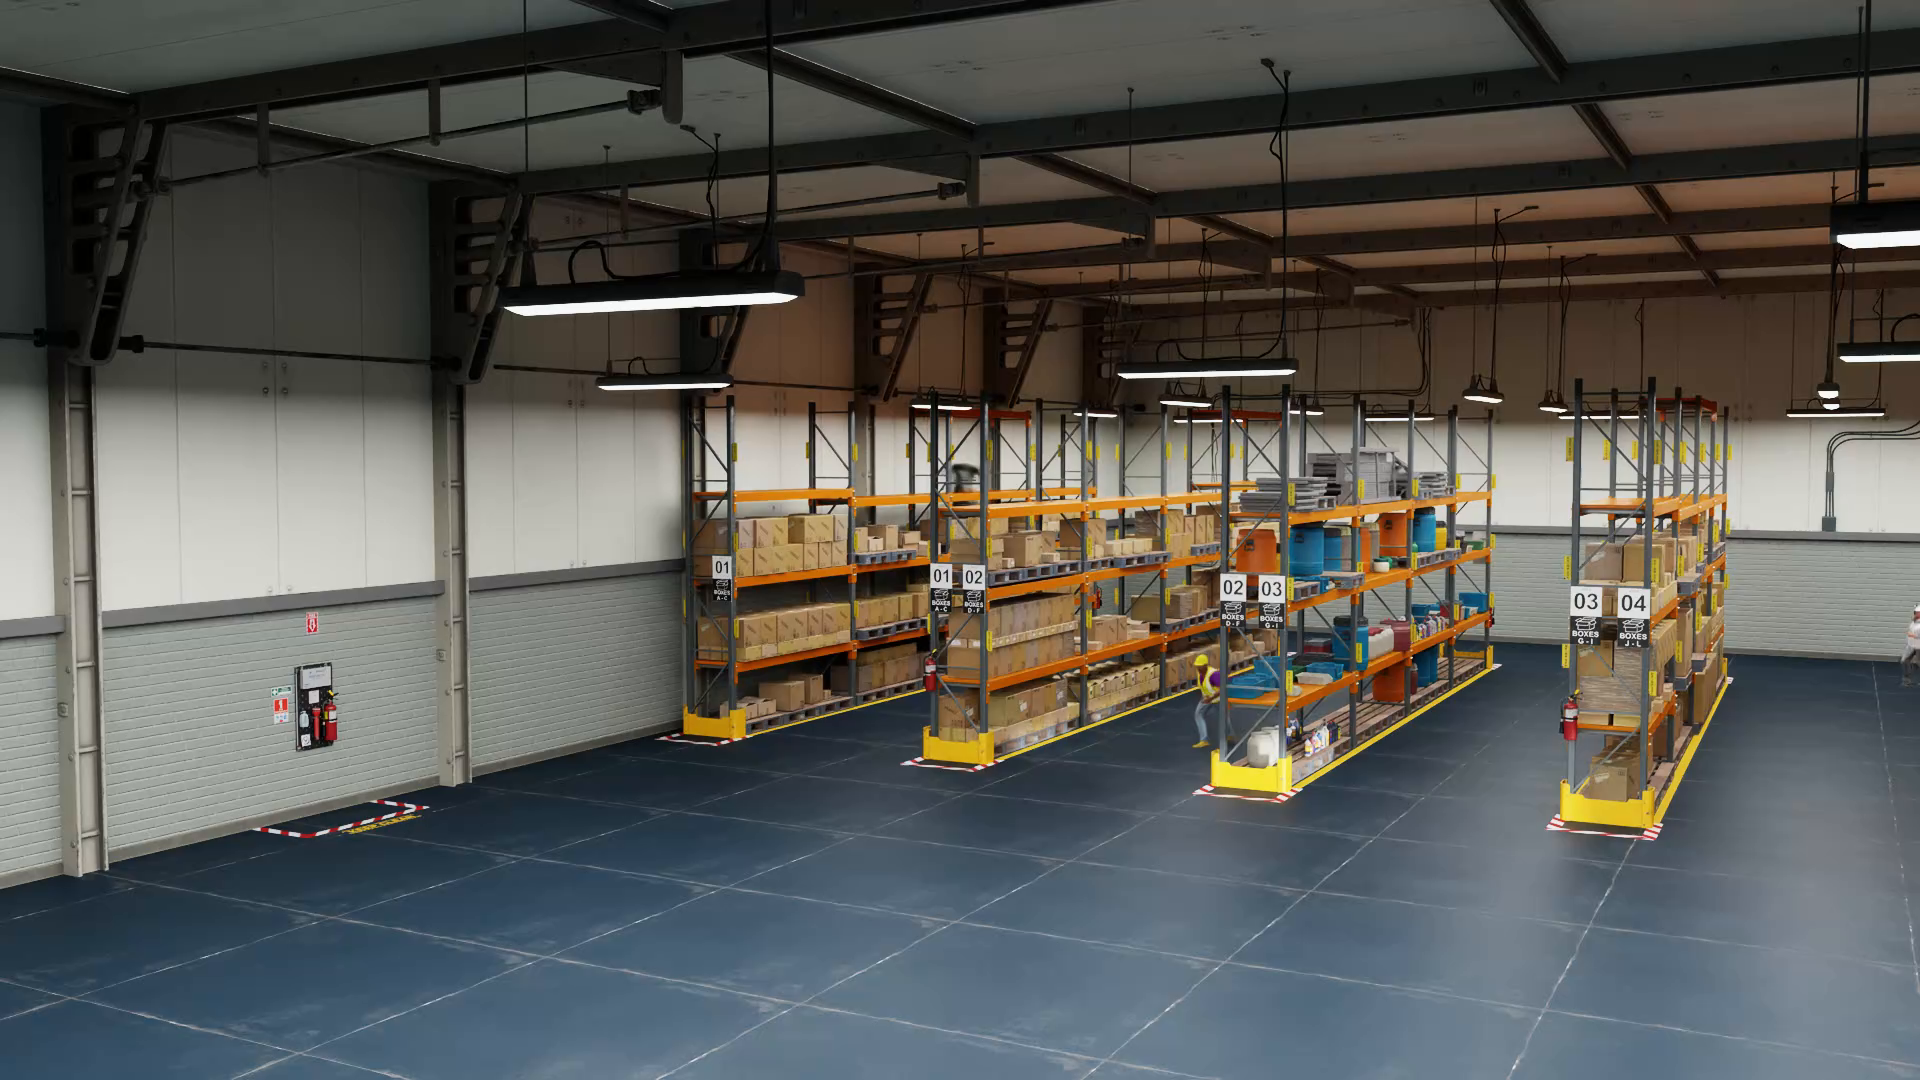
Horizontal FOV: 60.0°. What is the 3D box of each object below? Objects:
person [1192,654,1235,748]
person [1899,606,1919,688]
[{"bbox_3d":[4.326,2.697,28.125,1.105,1.594,0.714,-3,4,-40],"label":"person"},{"bbox_3d":[20.375,2.294,35.199,0.694,1.829,0.666,0,3,-6],"label":"person"}]
